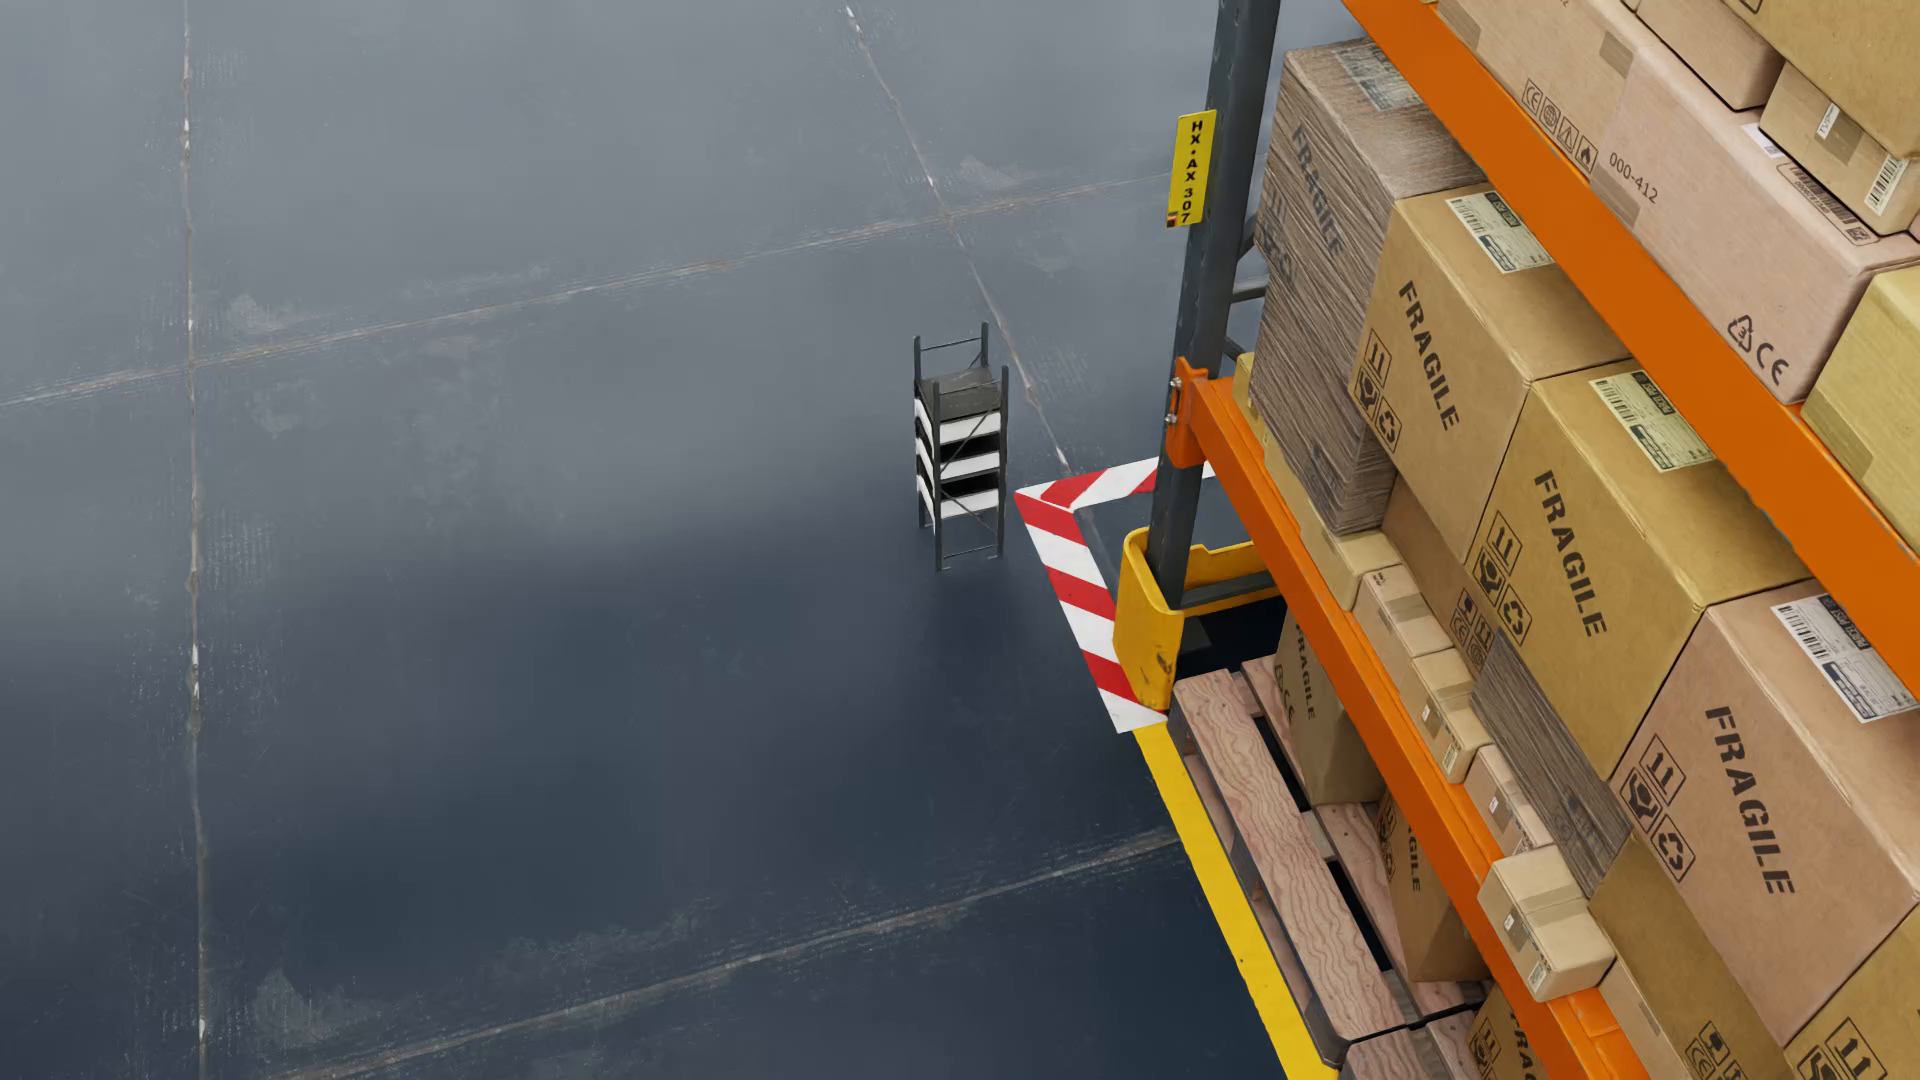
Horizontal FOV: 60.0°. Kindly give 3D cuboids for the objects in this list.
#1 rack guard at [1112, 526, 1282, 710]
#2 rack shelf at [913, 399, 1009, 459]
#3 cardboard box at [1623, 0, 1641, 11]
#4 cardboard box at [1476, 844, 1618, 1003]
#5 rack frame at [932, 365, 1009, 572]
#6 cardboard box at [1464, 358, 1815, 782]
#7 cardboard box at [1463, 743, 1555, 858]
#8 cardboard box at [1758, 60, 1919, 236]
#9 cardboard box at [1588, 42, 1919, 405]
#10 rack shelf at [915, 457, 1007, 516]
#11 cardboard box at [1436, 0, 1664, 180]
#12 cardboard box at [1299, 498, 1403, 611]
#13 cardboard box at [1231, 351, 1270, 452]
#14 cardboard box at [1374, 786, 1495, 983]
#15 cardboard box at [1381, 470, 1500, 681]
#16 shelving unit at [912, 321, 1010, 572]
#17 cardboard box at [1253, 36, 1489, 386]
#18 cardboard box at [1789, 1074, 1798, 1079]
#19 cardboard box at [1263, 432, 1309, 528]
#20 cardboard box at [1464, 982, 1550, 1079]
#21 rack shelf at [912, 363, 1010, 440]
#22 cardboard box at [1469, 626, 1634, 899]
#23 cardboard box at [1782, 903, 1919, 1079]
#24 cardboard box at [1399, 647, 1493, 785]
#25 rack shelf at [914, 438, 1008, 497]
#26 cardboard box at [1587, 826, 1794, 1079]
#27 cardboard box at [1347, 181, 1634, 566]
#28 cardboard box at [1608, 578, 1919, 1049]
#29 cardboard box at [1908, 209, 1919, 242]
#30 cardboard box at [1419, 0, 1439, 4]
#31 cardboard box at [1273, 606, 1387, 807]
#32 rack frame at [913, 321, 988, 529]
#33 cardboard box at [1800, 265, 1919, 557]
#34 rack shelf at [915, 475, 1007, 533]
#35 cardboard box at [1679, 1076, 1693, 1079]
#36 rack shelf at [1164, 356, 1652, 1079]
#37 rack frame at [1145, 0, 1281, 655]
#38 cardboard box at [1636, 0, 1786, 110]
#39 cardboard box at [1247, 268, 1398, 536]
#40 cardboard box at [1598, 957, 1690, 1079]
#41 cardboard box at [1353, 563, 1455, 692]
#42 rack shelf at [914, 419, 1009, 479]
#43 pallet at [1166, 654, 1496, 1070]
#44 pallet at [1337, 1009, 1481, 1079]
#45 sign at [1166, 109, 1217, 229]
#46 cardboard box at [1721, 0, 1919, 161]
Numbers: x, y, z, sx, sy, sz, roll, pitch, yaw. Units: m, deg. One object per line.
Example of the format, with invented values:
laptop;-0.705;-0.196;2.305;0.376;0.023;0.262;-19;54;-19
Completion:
rack guard;1.093;0.136;5.308;1.175;0.500;0.348;-13;51;-11
rack shelf;0.002;-0.379;5.289;0.258;0.077;0.200;-13;51;-11
cardboard box;1.121;-0.936;2.452;0.380;0.149;0.250;-11;51;-10
cardboard box;1.278;0.736;3.332;0.380;0.149;0.250;-13;51;-11
rack frame;0.032;-0.210;5.338;0.240;0.900;0.006;-13;51;-11
cardboard box;1.264;0.020;2.858;0.500;0.500;0.500;-13;51;-11
cardboard box;1.304;0.530;3.506;0.380;0.149;0.250;-13;51;-11
cardboard box;1.284;-0.561;2.136;0.380;0.149;0.250;-15;52;-13
cardboard box;1.268;-0.495;2.342;0.500;0.250;0.500;-13;51;-11
rack shelf;0.002;-0.205;5.495;0.258;0.077;0.200;-13;51;-11
cardboard box;1.125;-0.858;2.647;0.500;0.250;0.500;-14;51;-12
cardboard box;1.043;-0.009;3.960;0.380;0.149;0.250;-13;51;-11
cardboard box;0.928;-0.382;4.274;0.380;0.149;0.250;-13;51;-11
cardboard box;1.449;0.834;4.445;0.500;0.500;0.500;-2;50;-1
cardboard box;1.470;-0.107;3.618;0.875;0.500;0.500;-13;51;-11
shelving unit;0.002;-0.284;5.401;0.258;0.900;0.210;-13;51;-11
cardboard box;0.973;-0.712;3.474;0.500;0.500;0.500;-13;51;-11
cardboard box;1.822;1.010;2.676;0.875;0.500;0.500;-13;51;-11
cardboard box;0.983;-0.195;4.117;0.380;0.149;0.250;-13;51;-11
cardboard box;1.616;1.296;4.056;0.500;0.500;0.500;-9;50;-8
rack shelf;0.002;-0.437;5.220;0.258;0.077;0.200;-13;51;-11
cardboard box;1.576;0.268;3.302;0.875;0.500;0.500;-13;51;-11
cardboard box;1.562;0.749;2.242;0.500;0.500;0.500;-13;51;-11
cardboard box;1.204;0.353;3.655;0.380;0.149;0.250;-13;51;-11
rack shelf;0.002;-0.263;5.426;0.258;0.077;0.200;-13;51;-11
cardboard box;1.713;0.636;2.992;0.875;0.500;0.500;-13;51;-11
cardboard box;1.114;-0.345;3.165;0.500;0.500;0.500;-13;51;-11
cardboard box;1.417;0.384;2.551;0.500;0.500;0.500;-13;51;-11
cardboard box;1.402;-0.389;1.992;0.380;0.149;0.250;-14;51;-11
cardboard box;0.967;-1.233;2.964;0.500;0.250;0.500;-12;51;-10
cardboard box;1.240;0.405;4.807;0.500;0.500;0.500;-5;50;-4
rack frame;-0.028;-0.358;5.464;0.240;0.900;0.006;-13;51;-11
cardboard box;1.426;-0.116;2.022;0.500;0.250;0.500;-12;51;-10
rack shelf;0.002;-0.147;5.564;0.258;0.077;0.200;-13;51;-11
cardboard box;1.480;1.088;3.035;0.380;0.149;0.250;-13;51;-11
rack shelf;1.662;0.968;3.443;1.077;0.370;4.000;-13;51;-11
rack frame;1.071;-0.725;4.399;1.000;3.000;0.127;-13;51;-11
cardboard box;1.189;-0.757;2.302;0.380;0.149;0.250;-13;51;-11
cardboard box;1.207;-0.445;3.903;0.875;0.500;0.500;-13;51;-11
cardboard box;1.479;0.888;3.204;0.380;0.149;0.250;-13;51;-11
cardboard box;1.136;0.169;3.810;0.380;0.149;0.250;-13;51;-11
rack shelf;0.002;-0.321;5.358;0.258;0.077;0.200;-13;51;-11
pallet;1.300;0.831;4.912;1.003;0.211;1.213;-13;51;-11
pallet;1.657;1.720;4.162;1.003;0.211;1.213;-13;51;-11
sign;0.553;-0.881;3.965;0.100;0.325;0.005;-13;51;-11
cardboard box;1.252;-0.836;1.944;0.500;0.500;0.500;-14;51;-11
